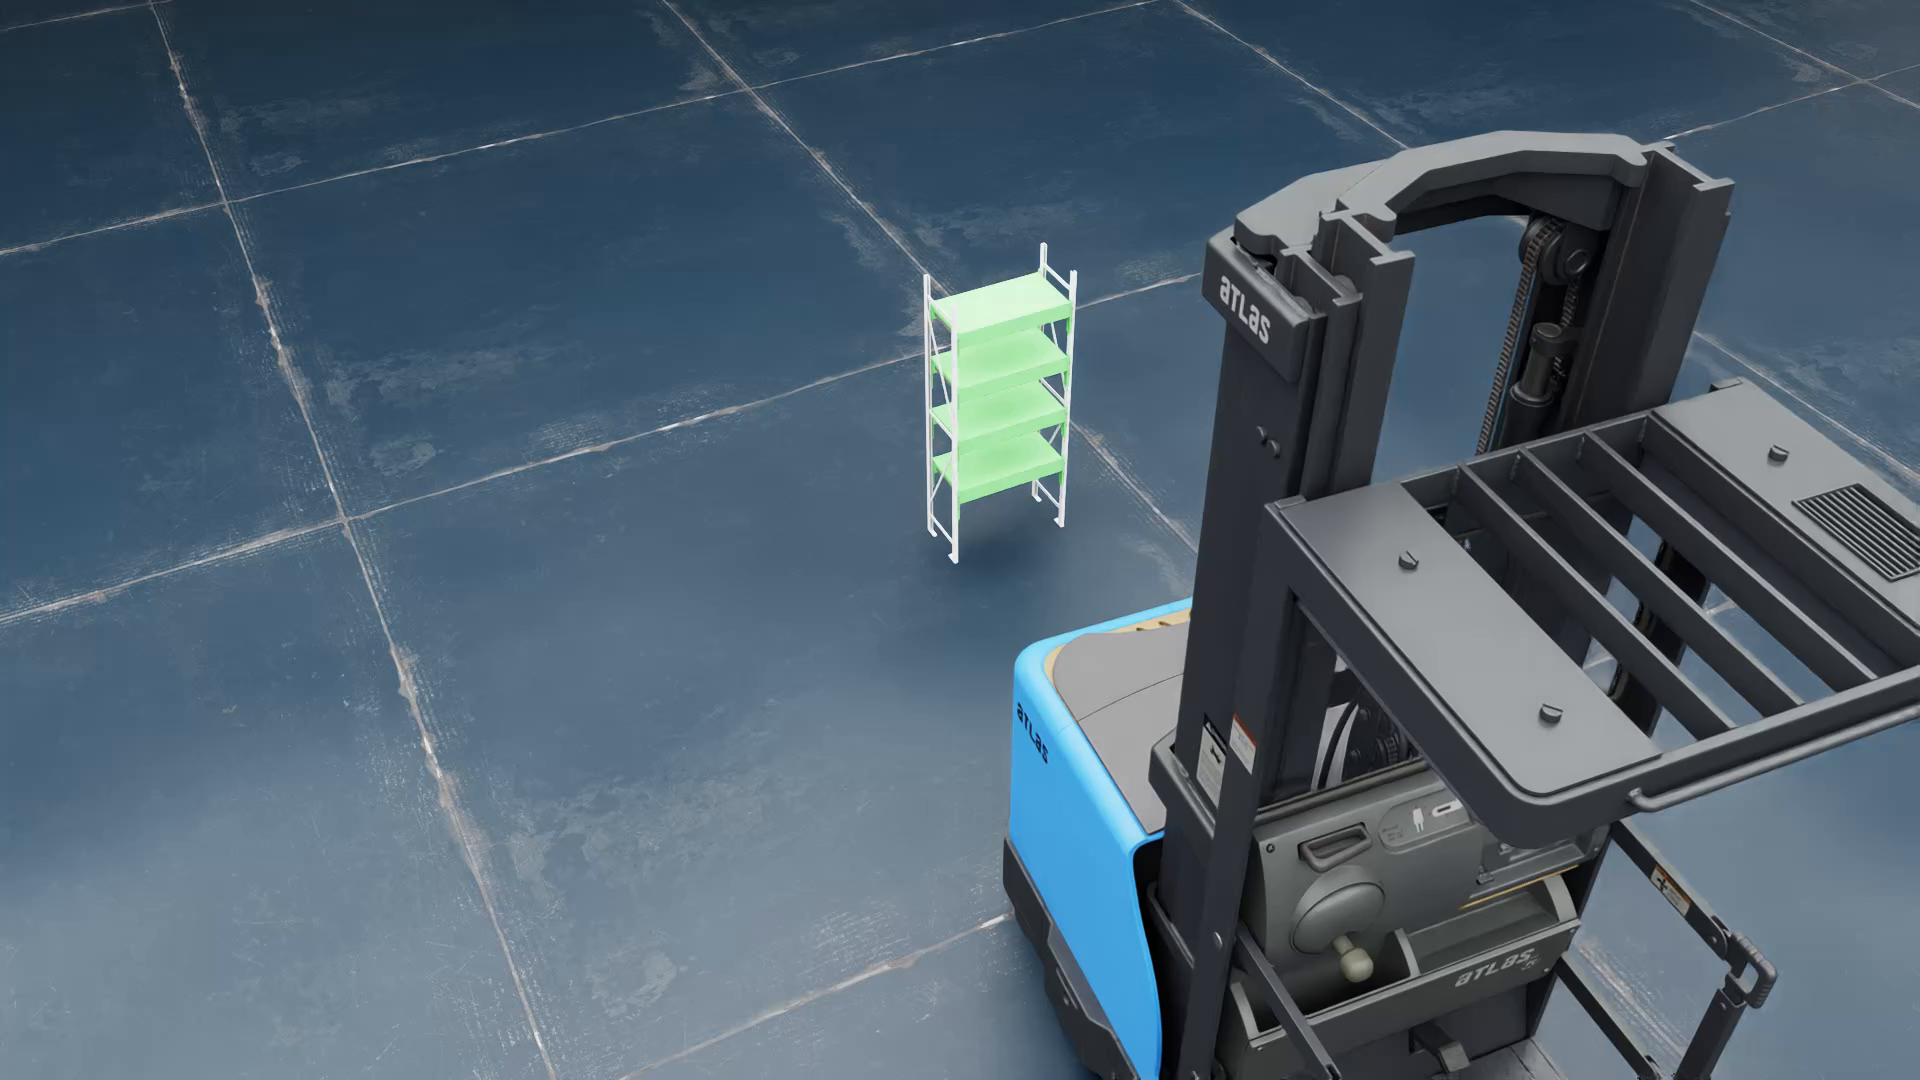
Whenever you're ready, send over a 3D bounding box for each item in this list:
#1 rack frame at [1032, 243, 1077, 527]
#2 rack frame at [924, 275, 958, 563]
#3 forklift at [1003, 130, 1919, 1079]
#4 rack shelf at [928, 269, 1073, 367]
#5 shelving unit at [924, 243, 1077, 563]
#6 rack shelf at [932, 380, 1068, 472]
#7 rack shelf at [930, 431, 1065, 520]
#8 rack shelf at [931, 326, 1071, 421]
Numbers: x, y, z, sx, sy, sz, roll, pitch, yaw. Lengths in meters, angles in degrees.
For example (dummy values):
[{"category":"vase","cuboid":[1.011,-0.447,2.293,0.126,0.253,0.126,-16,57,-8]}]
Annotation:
[{"category":"rack frame","cuboid":[0.363,-0.580,6.507,0.015,1.200,0.240,-19,44,-21]},{"category":"rack frame","cuboid":[-0.070,-0.435,6.335,0.015,1.200,0.240,-19,44,-21]},{"category":"forklift","cuboid":[1.160,0.771,3.570,1.130,2.935,3.031,-15,42,-17]},{"category":"rack shelf","cuboid":[0.147,-0.825,6.152,0.480,0.148,0.258,-19,44,-21]},{"category":"shelving unit","cuboid":[0.147,-0.507,6.421,0.503,1.200,0.258,-19,44,-21]},{"category":"rack shelf","cuboid":[0.147,-0.459,6.462,0.480,0.148,0.258,-19,44,-21]},{"category":"rack shelf","cuboid":[0.147,-0.275,6.617,0.480,0.148,0.258,-19,44,-21]},{"category":"rack shelf","cuboid":[0.147,-0.642,6.307,0.480,0.148,0.258,-19,44,-21]}]
